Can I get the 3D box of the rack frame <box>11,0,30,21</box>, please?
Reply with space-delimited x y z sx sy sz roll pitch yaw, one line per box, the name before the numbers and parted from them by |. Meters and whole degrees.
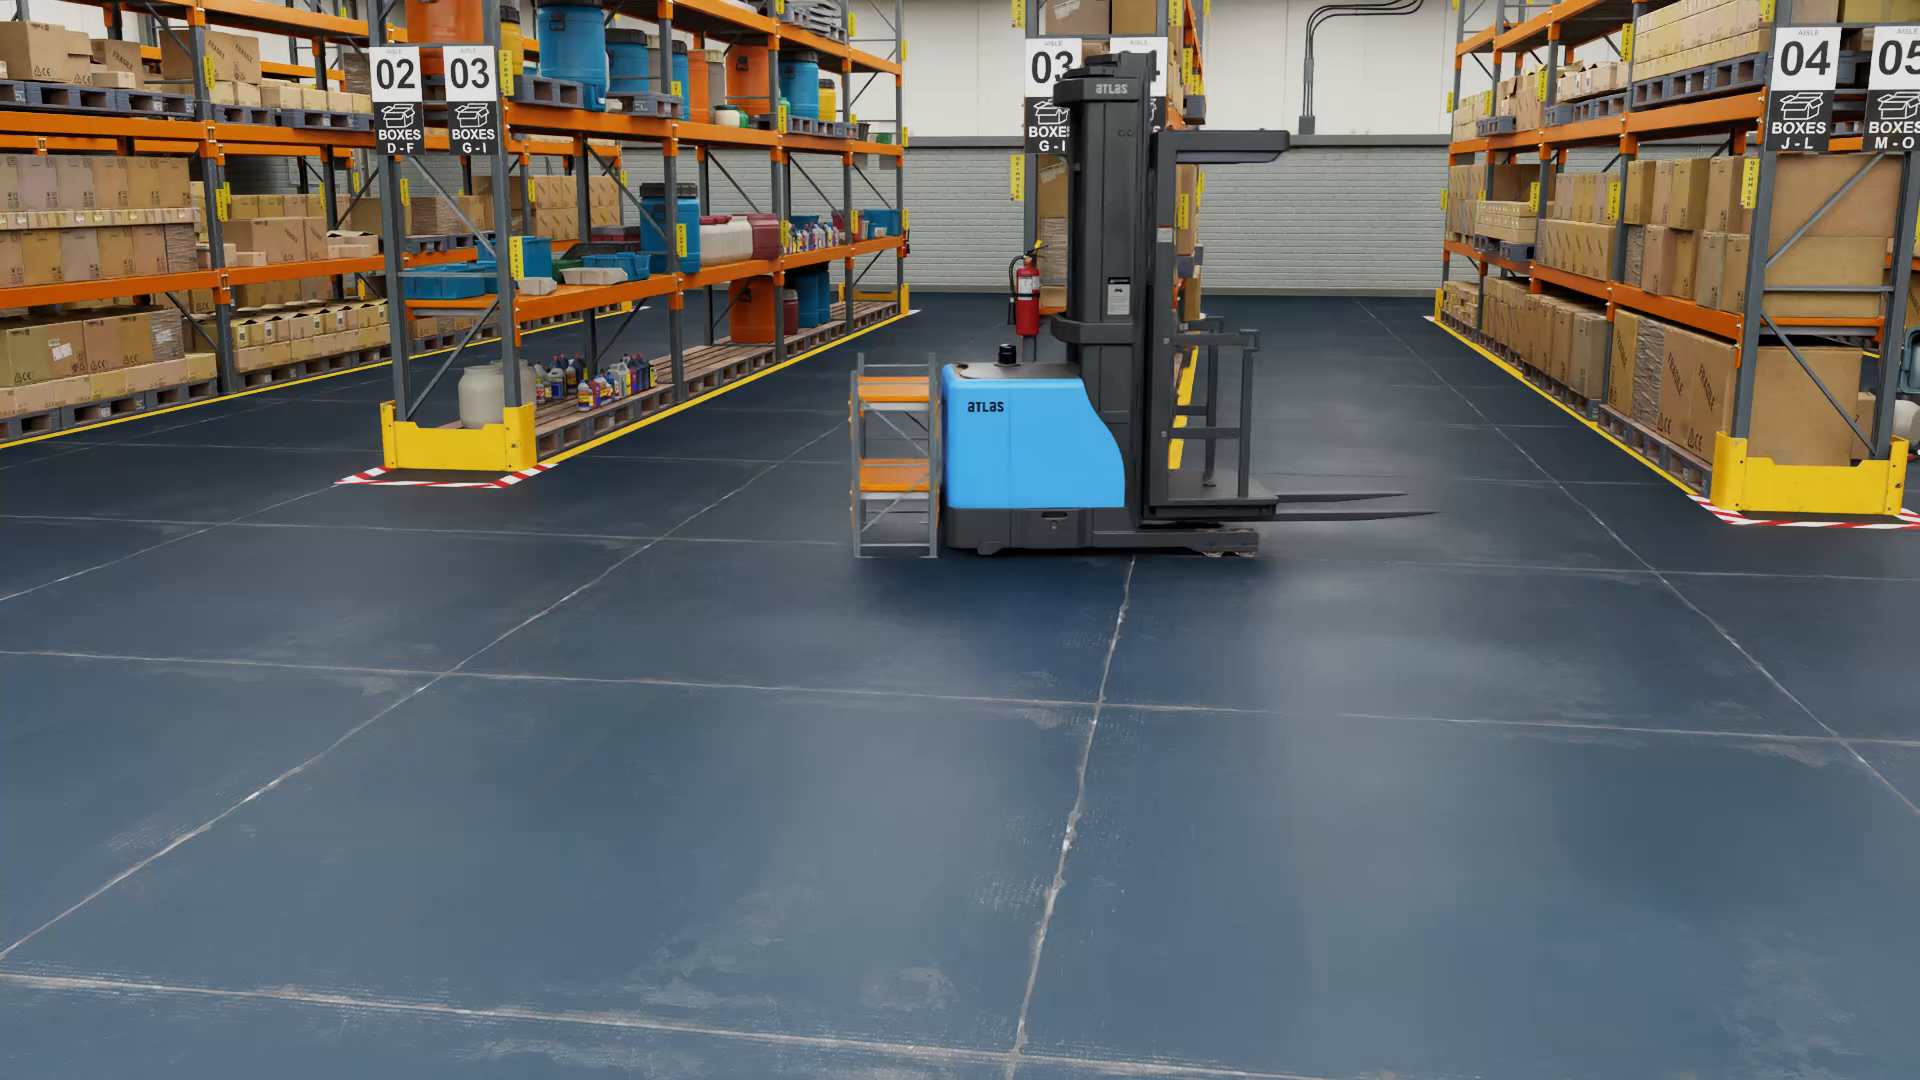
rack frame | -12.490 -6.955 21.404 1.000 3.000 0.127 2 12 9

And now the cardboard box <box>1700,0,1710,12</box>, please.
cardboard box | 5.761 -4.027 12.407 0.380 0.149 0.250 2 12 8

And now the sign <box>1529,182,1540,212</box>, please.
sign | 6.541 -3.902 18.917 0.100 0.325 0.005 2 12 9

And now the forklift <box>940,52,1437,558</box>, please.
forklift | 1.406 -1.439 10.212 3.031 2.935 1.130 -1 12 -3

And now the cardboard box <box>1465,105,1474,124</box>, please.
cardboard box | 7.740 -6.260 24.469 0.500 0.250 0.500 1 12 7

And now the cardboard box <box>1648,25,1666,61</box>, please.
cardboard box | 6.036 -4.121 13.791 0.500 0.250 0.500 2 12 8

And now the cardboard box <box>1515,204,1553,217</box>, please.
cardboard box | 6.701 -3.849 19.421 0.380 0.149 0.250 1 12 6

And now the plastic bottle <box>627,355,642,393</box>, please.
plastic bottle | -3.159 -1.605 16.065 0.144 0.351 0.185 1 12 6

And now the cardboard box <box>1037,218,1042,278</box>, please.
cardboard box | 1.033 -2.291 13.061 0.875 0.500 0.500 2 12 9

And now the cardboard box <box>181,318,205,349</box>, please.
cardboard box | -8.430 -2.258 18.052 0.500 0.311 0.500 2 12 9

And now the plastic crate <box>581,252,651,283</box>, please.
plastic crate | -3.218 -2.556 15.589 0.499 0.251 0.616 2 12 9

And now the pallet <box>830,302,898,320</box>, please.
pallet | -1.635 -3.833 27.777 1.003 0.211 1.213 2 12 9

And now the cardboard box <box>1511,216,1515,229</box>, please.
cardboard box | 6.744 -3.760 19.713 0.380 0.149 0.250 2 12 11

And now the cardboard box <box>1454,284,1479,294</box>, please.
cardboard box | 7.848 -3.865 25.664 0.380 0.149 0.250 1 12 6

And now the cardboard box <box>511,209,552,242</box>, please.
cardboard box | -6.632 -4.841 25.599 0.500 0.500 0.500 2 12 10

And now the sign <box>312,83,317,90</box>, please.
sign | -8.130 -5.599 21.008 0.100 0.325 0.005 2 12 9

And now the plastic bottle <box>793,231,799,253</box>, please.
plastic bottle | -2.142 -3.894 21.721 0.061 0.283 0.133 2 12 9

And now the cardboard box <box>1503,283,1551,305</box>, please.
cardboard box | 7.086 -3.070 20.777 0.500 0.250 0.500 2 12 10

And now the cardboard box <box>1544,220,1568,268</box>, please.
cardboard box | 6.668 -3.217 18.063 0.500 0.500 0.500 2 12 8

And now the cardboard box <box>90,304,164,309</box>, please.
cardboard box | -8.590 -2.171 17.197 0.500 0.500 0.500 2 12 9

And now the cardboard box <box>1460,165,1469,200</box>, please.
cardboard box | 7.730 -5.303 24.665 0.500 0.500 0.500 1 12 7

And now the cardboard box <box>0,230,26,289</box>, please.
cardboard box | -8.664 -2.452 14.514 0.700 0.500 0.500 2 12 10

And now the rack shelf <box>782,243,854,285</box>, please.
rack shelf | -2.393 -3.766 22.554 1.077 0.370 4.000 2 12 9

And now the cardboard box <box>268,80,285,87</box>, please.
cardboard box | -11.344 -7.218 27.088 0.500 0.500 0.500 2 12 9

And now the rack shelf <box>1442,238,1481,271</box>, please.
rack shelf | 8.002 -4.256 24.830 1.077 0.370 4.000 2 12 9

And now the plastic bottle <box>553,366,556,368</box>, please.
plastic bottle | -3.864 -1.524 15.877 0.097 0.271 0.097 0 12 0

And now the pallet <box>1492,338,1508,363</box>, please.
pallet | 7.391 -2.411 21.182 1.003 0.211 1.213 2 12 9

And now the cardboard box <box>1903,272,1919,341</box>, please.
cardboard box | 12.453 -2.899 20.871 0.875 0.875 0.875 2 12 10

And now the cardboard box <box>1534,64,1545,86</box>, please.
cardboard box | 6.949 -5.448 19.479 0.396 0.266 0.258 2 12 9

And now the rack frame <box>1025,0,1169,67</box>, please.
rack frame | 0.963 -4.808 11.442 1.000 3.000 0.127 2 12 9

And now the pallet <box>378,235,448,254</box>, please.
pallet | -7.559 -3.912 21.980 1.213 0.211 1.003 2 12 9

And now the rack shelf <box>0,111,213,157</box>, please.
rack shelf | -8.517 -3.728 15.259 1.077 0.370 4.000 2 12 9

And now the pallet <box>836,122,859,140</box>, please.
pallet | -2.109 -5.741 23.342 1.213 0.211 1.003 2 12 9

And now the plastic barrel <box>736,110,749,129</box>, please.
plastic barrel | -2.688 -5.038 20.001 0.294 0.245 0.294 0 12 0

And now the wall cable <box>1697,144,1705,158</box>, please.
wall cable | 14.060 -6.571 31.379 0.585 1.953 0.123 2 12 9

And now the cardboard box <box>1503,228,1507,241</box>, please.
cardboard box | 6.822 -3.716 20.215 0.380 0.149 0.250 2 12 8

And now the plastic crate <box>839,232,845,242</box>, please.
plastic crate | -1.872 -4.526 24.860 0.396 0.136 0.243 2 12 9

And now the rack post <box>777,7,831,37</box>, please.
rack post | -2.271 -6.796 21.857 0.937 0.300 0.954 3 13 15

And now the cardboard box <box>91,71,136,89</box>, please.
cardboard box | -8.125 -4.387 15.876 0.380 0.149 0.250 2 12 9

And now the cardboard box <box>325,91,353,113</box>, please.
cardboard box | -7.671 -5.255 19.995 0.500 0.250 0.500 2 12 10

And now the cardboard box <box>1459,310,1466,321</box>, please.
cardboard box | 7.577 -3.311 24.508 0.380 0.149 0.250 2 12 9

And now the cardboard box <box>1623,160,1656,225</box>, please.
cardboard box | 6.373 -3.052 14.614 0.875 0.550 0.550 2 12 9

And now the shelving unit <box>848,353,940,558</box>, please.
shelving unit | -0.401 -0.552 10.383 0.538 1.125 1.048 0 12 -1

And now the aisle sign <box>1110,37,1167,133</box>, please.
aisle sign | 1.250 -3.123 11.696 0.394 0.787 0.004 2 12 9

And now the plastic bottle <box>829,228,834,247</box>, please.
plastic bottle | -1.883 -4.304 23.641 0.152 0.276 0.135 2 12 9

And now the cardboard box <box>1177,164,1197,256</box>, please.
cardboard box | 1.839 -3.367 16.577 1.000 1.000 1.000 2 12 9

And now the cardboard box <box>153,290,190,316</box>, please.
cardboard box | -11.980 -3.684 24.576 0.750 0.750 0.750 2 12 10

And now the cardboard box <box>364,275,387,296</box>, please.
cardboard box | -7.678 -3.436 22.427 0.500 0.250 0.500 2 12 11

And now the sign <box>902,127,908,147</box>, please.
sign | -0.924 -6.767 27.902 0.100 0.325 0.005 2 12 9

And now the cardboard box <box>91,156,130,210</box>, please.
cardboard box | -8.426 -3.411 15.883 0.700 0.500 0.500 2 12 9

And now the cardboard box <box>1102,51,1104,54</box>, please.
cardboard box | 0.964 -3.742 13.028 0.380 0.149 0.250 2 12 9

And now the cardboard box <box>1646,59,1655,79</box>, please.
cardboard box | 5.994 -3.953 13.959 0.380 0.149 0.250 2 12 9

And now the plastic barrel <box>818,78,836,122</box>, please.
plastic barrel | -2.025 -6.101 23.118 0.600 0.588 0.600 0 12 0

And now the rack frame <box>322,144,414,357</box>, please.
rack frame | -7.594 -3.862 21.295 1.000 3.000 0.127 2 12 9

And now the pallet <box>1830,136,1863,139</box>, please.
pallet | 13.112 -6.153 25.015 1.003 0.211 1.213 2 12 9
